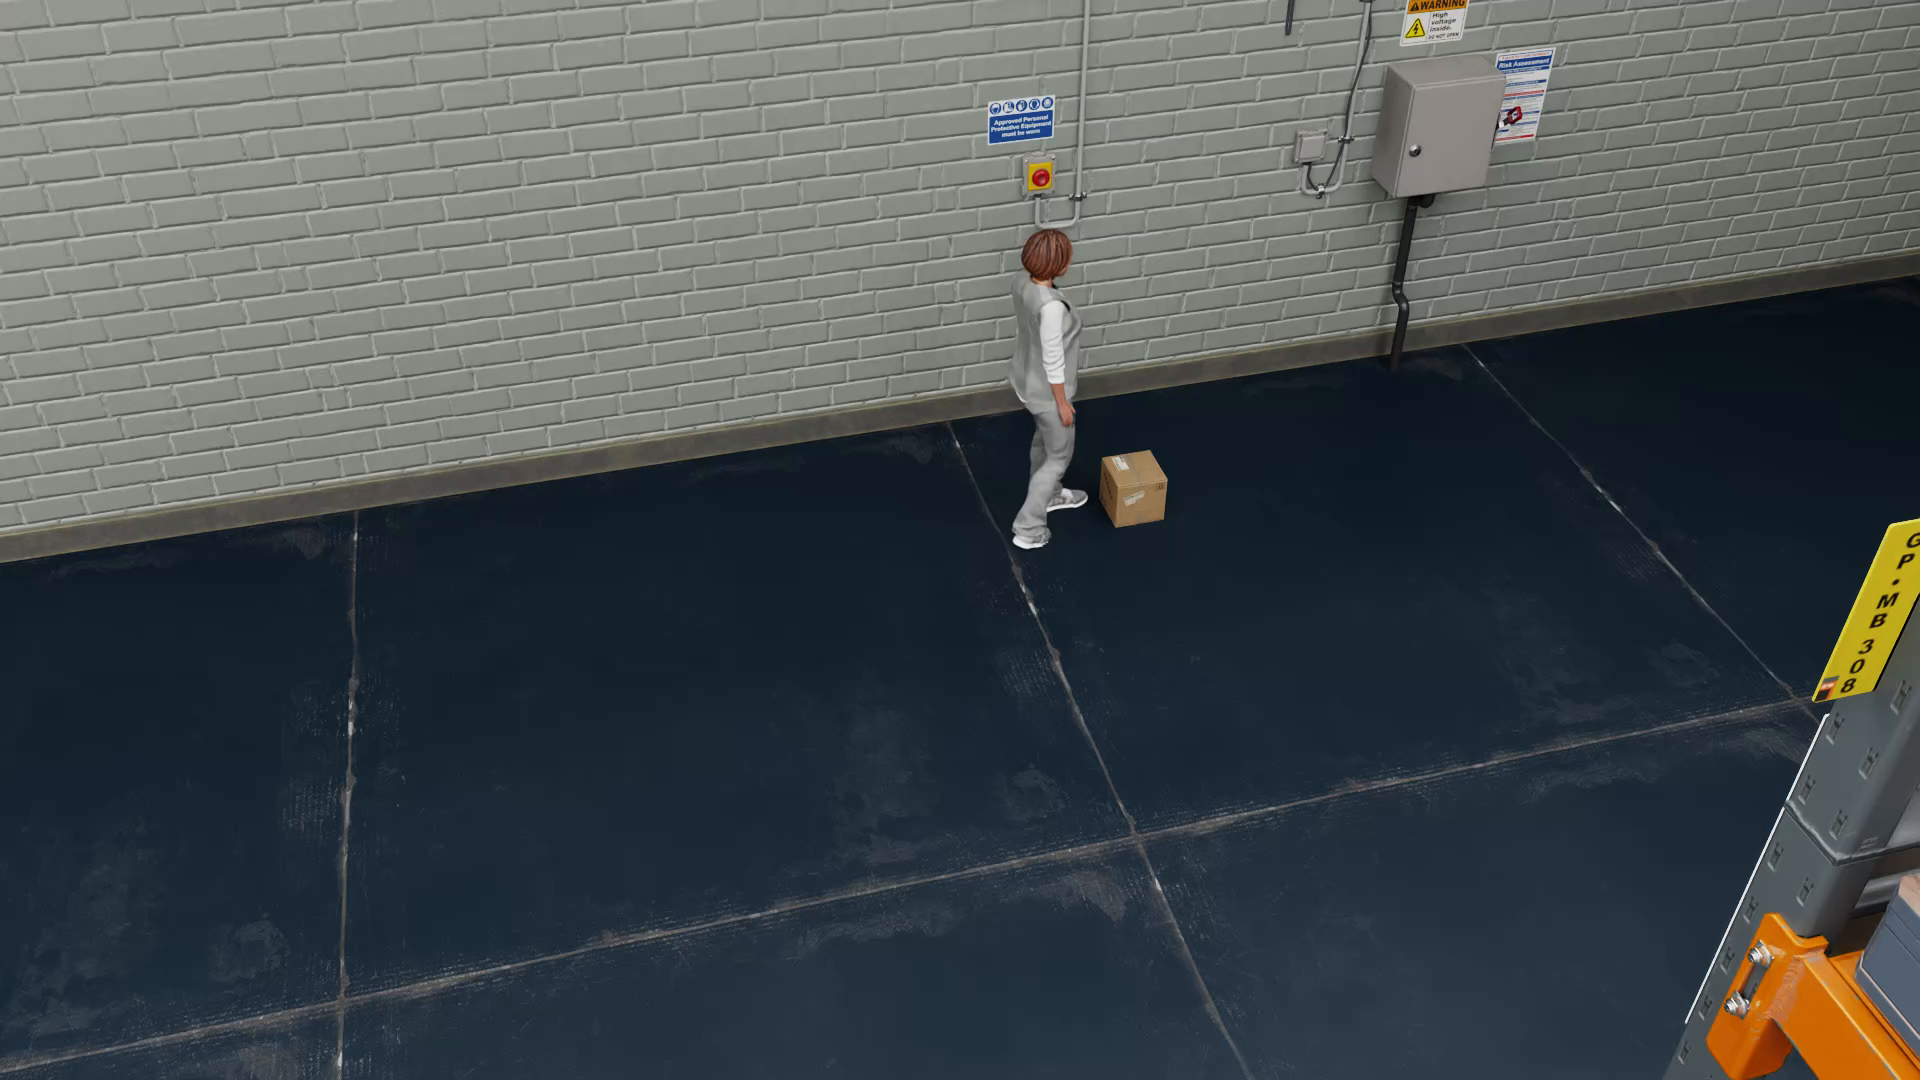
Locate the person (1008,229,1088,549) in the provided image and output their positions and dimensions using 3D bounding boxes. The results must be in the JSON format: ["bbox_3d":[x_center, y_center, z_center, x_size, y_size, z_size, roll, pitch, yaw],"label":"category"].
[{"bbox_3d":[0.425,-0.699,7.617,0.505,1.598,0.435,-13,41,-16],"label":"person"}]
